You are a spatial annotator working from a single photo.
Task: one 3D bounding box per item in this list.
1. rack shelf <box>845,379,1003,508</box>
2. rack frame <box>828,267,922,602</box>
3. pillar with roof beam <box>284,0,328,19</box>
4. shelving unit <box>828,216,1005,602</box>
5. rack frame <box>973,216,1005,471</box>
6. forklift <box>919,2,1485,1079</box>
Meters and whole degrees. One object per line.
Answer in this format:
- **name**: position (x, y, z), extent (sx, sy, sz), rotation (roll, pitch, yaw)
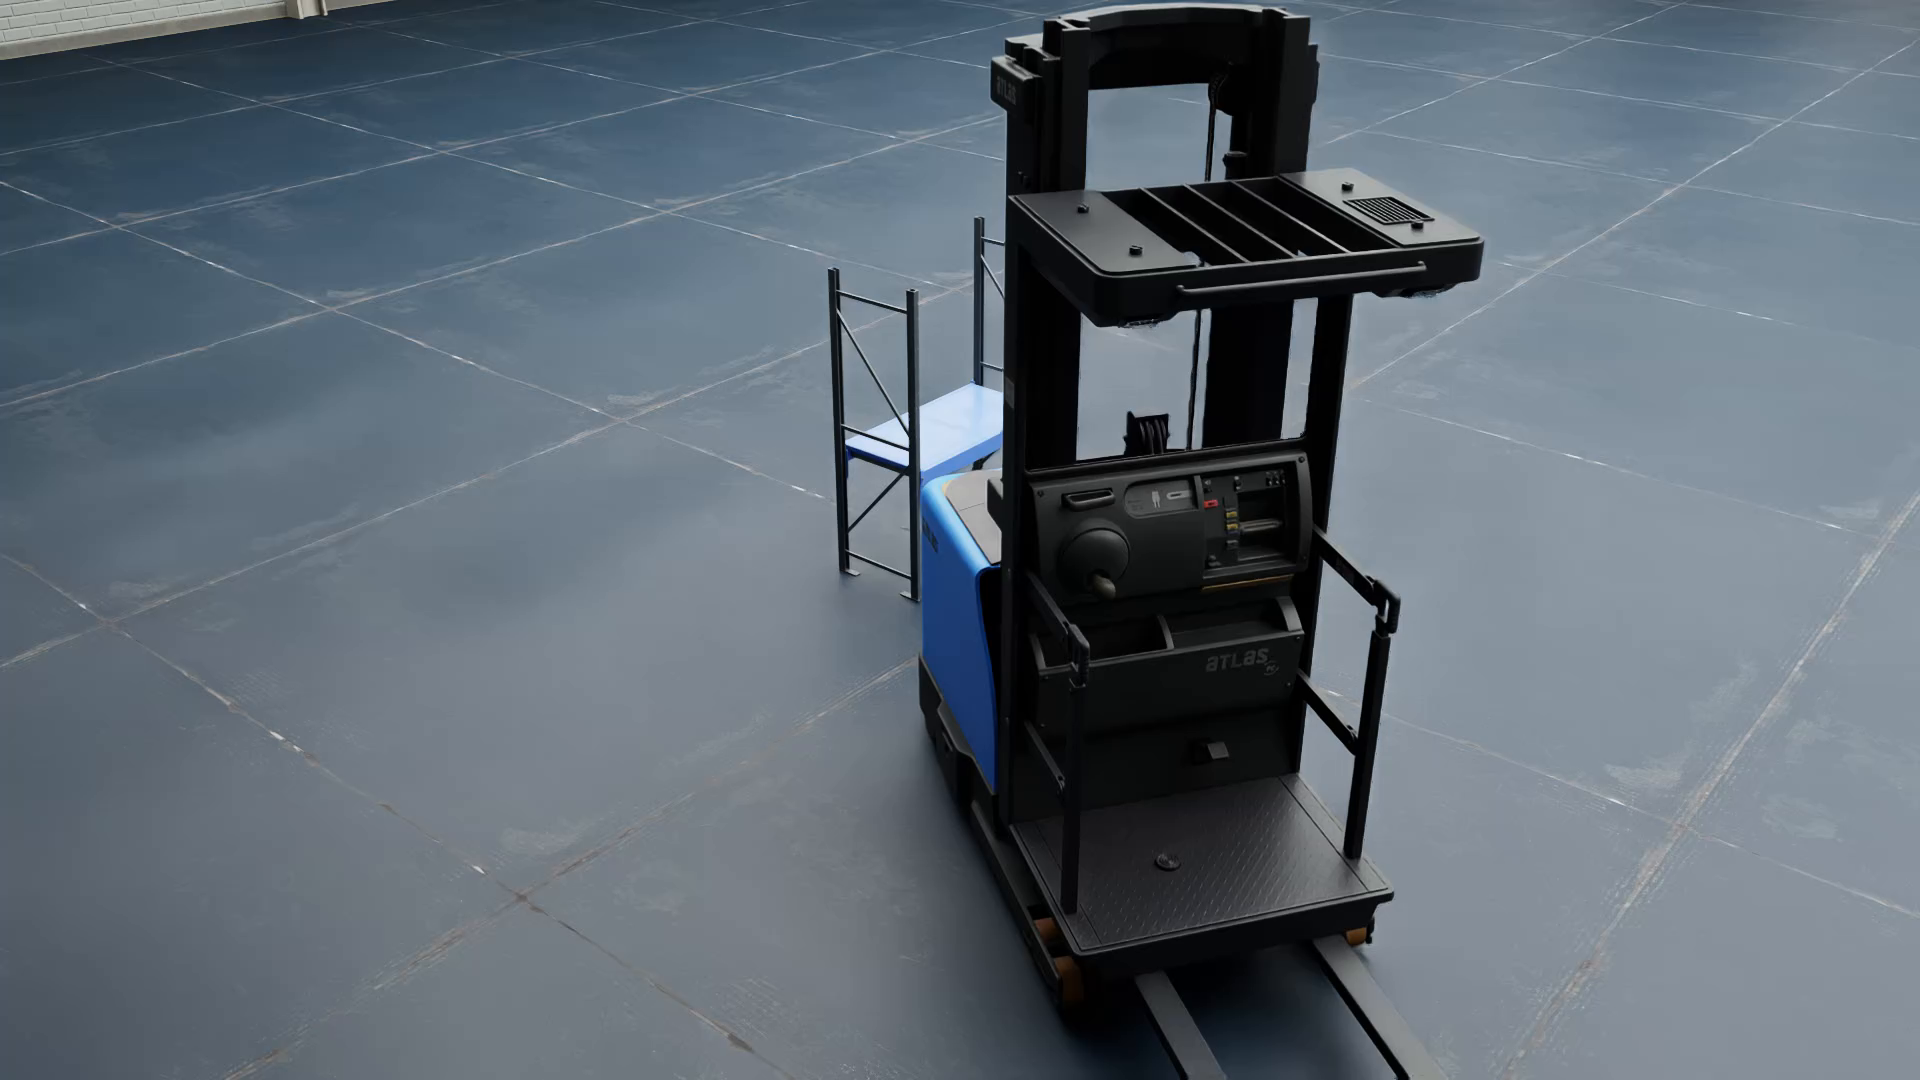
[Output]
- **rack shelf**: position (-0.054, -0.476, 7.930), extent (0.538, 0.185, 1.000), rotation (21, 34, 34)
- **rack frame**: position (-0.378, -0.456, 7.499), extent (0.500, 1.500, 0.032), rotation (21, 34, 34)
- **pillar with roof beam**: position (-4.974, -9.405, 16.637), extent (9.100, 9.000, 0.400), rotation (21, 34, 34)
- **shelving unit**: position (-0.054, -0.636, 7.847), extent (0.538, 1.500, 1.048), rotation (21, 34, 34)
- **rack frame**: position (0.269, -0.816, 8.195), extent (0.500, 1.500, 0.032), rotation (21, 34, 34)
- **forklift**: position (0.740, -0.003, 5.066), extent (1.130, 2.935, 3.031), rotation (-8, 28, -15)
